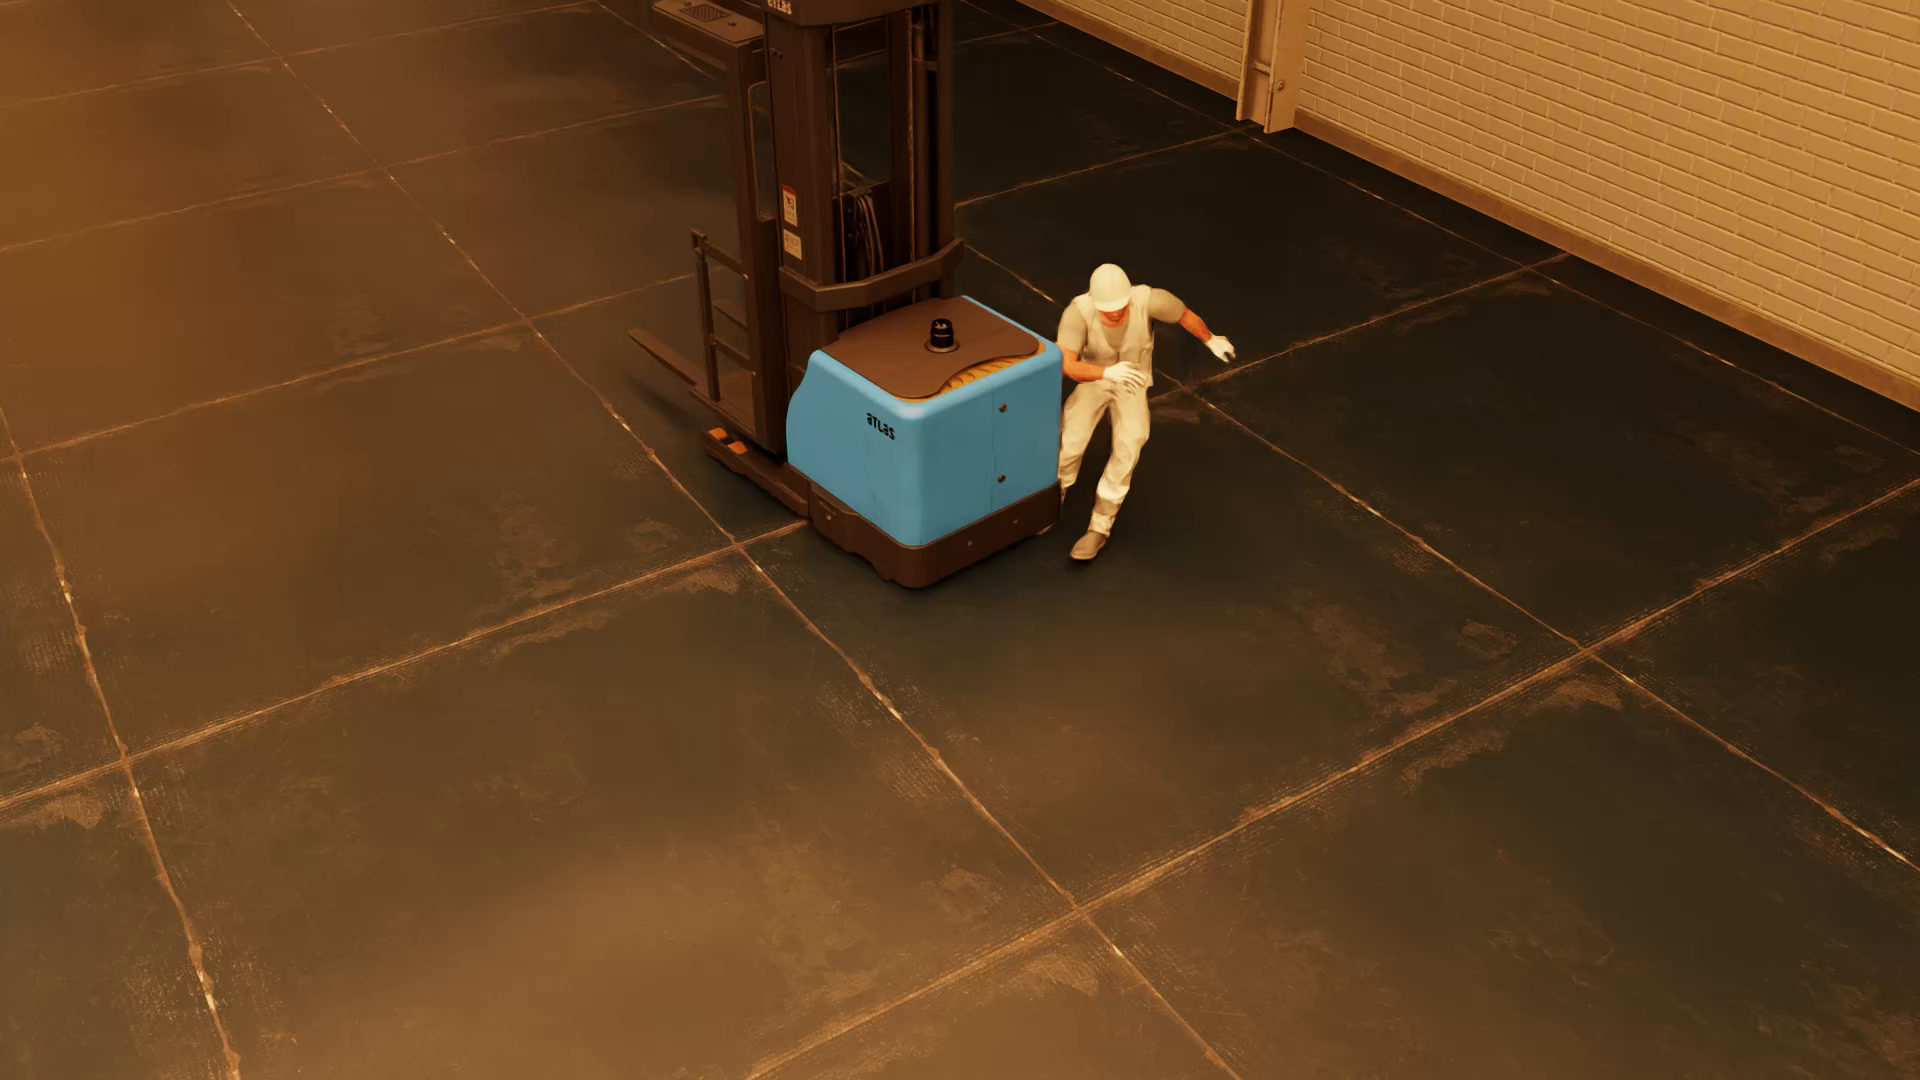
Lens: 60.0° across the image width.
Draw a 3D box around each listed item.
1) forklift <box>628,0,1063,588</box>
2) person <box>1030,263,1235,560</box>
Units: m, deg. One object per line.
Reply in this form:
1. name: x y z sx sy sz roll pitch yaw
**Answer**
1. forklift: -0.800 -1.741 8.625 1.130 2.935 3.031 -26 42 -32
2. person: 0.896 -0.696 8.463 1.084 1.497 0.964 1 35 2
